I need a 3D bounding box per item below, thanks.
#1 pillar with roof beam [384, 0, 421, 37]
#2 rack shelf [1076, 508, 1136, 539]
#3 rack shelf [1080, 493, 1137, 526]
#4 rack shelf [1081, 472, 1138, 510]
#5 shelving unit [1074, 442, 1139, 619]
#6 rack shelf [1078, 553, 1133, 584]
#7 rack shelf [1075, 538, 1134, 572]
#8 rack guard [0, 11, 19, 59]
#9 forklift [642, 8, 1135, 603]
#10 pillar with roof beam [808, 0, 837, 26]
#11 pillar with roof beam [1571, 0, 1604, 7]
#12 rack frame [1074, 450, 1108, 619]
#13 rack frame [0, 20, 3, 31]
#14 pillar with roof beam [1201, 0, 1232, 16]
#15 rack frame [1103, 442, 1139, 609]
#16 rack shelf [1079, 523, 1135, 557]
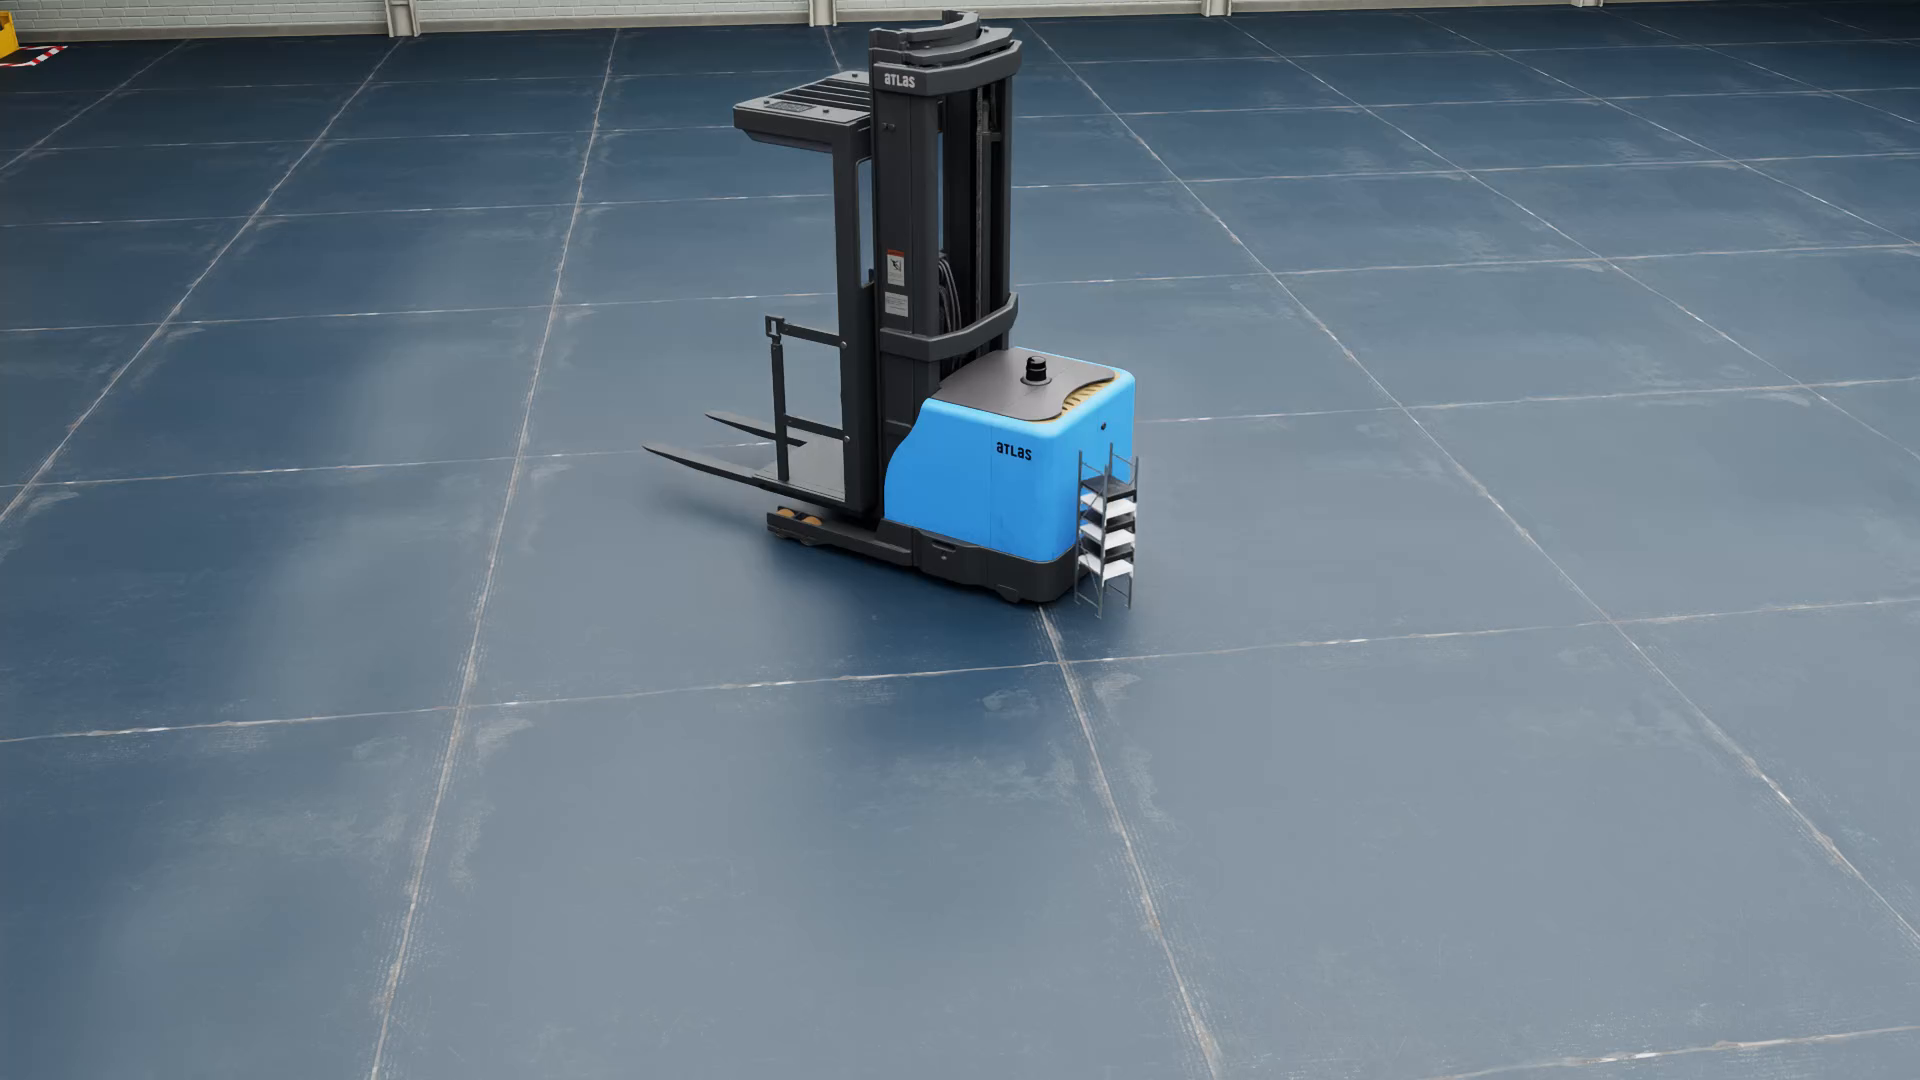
[{"bbox_3d":[-7.378,-9.326,18.068,0.400,9.000,9.100,-4,27,-7],"label":"pillar with roof beam"},{"bbox_3d":[0.775,-0.098,8.827,0.200,0.077,0.258,-16,31,-29],"label":"rack shelf"},{"bbox_3d":[0.775,-0.178,8.786,0.200,0.077,0.258,-16,31,-29],"label":"rack shelf"},{"bbox_3d":[0.775,-0.258,8.746,0.200,0.077,0.258,-16,31,-29],"label":"rack shelf"},{"bbox_3d":[0.775,-0.047,8.852,0.210,0.900,0.258,-16,31,-29],"label":"shelving unit"},{"bbox_3d":[0.775,0.144,8.948,0.200,0.077,0.258,-16,31,-29],"label":"rack shelf"},{"bbox_3d":[0.775,0.063,8.908,0.200,0.077,0.258,-16,31,-29],"label":"rack shelf"},{"bbox_3d":[-13.080,-6.748,22.353,0.348,0.500,1.175,-4,27,-7],"label":"rack guard"},{"bbox_3d":[-0.534,-1.457,9.379,3.031,2.935,1.130,16,31,28],"label":"forklift"},{"bbox_3d":[-1.436,-9.708,18.812,0.400,9.000,9.100,-4,27,-7],"label":"pillar with roof beam"},{"bbox_3d":[10.447,-10.471,20.300,0.400,9.000,9.100,-4,27,-7],"label":"pillar with roof beam"},{"bbox_3d":[0.690,-0.022,8.803,0.006,0.900,0.240,-16,31,-29],"label":"rack frame"},{"bbox_3d":[-13.104,-7.858,21.779,0.127,3.000,1.000,-4,27,-7],"label":"rack frame"},{"bbox_3d":[4.505,-10.089,19.556,0.400,9.000,9.100,-4,27,-7],"label":"pillar with roof beam"},{"bbox_3d":[0.860,-0.072,8.902,0.006,0.900,0.240,-16,31,-29],"label":"rack frame"},{"bbox_3d":[0.775,-0.017,8.867,0.200,0.077,0.258,-16,31,-29],"label":"rack shelf"}]
